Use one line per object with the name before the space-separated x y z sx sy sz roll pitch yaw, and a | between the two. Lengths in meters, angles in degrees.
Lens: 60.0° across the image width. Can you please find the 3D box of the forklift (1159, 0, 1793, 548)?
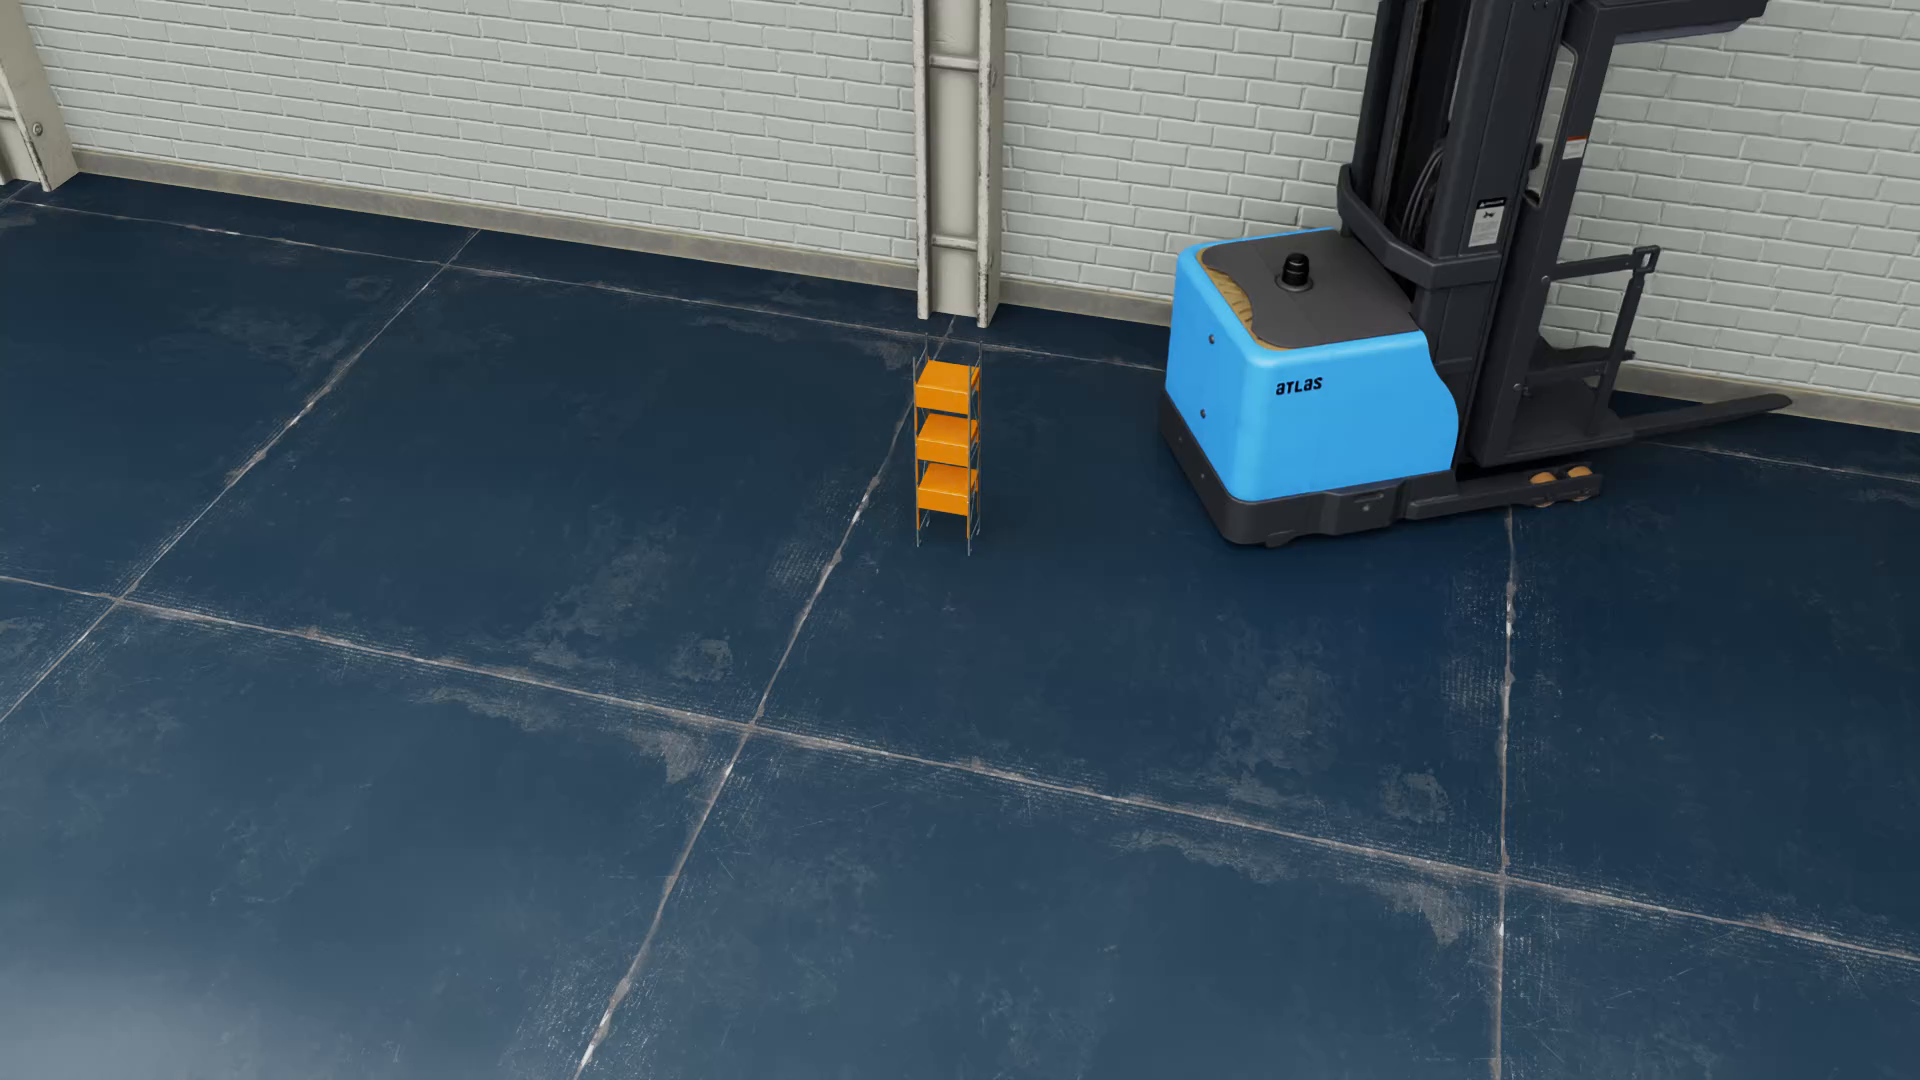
forklift | 2.568 -1.599 7.375 3.031 2.935 1.130 -9 41 -11

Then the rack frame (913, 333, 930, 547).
rack frame | -0.170 -0.431 7.447 0.008 1.050 0.200 10 41 11

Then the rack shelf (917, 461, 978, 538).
rack shelf | -0.052 -0.190 7.608 0.240 0.259 0.215 10 41 11

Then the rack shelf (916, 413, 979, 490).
rack shelf | -0.052 -0.403 7.430 0.240 0.259 0.215 10 41 11

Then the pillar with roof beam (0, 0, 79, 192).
pillar with roof beam | -6.912 -3.062 4.399 0.400 9.000 9.100 10 41 11

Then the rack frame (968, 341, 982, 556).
rack frame | 0.066 -0.391 7.399 0.008 1.050 0.200 10 41 11

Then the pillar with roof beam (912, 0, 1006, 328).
pillar with roof beam | -1.116 -2.065 3.212 0.400 9.000 9.100 10 41 11

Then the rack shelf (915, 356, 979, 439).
rack shelf | -0.052 -0.620 7.247 0.240 0.259 0.215 10 41 11

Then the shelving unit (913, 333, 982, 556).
shelving unit | -0.052 -0.411 7.423 0.252 1.050 0.215 10 41 11
